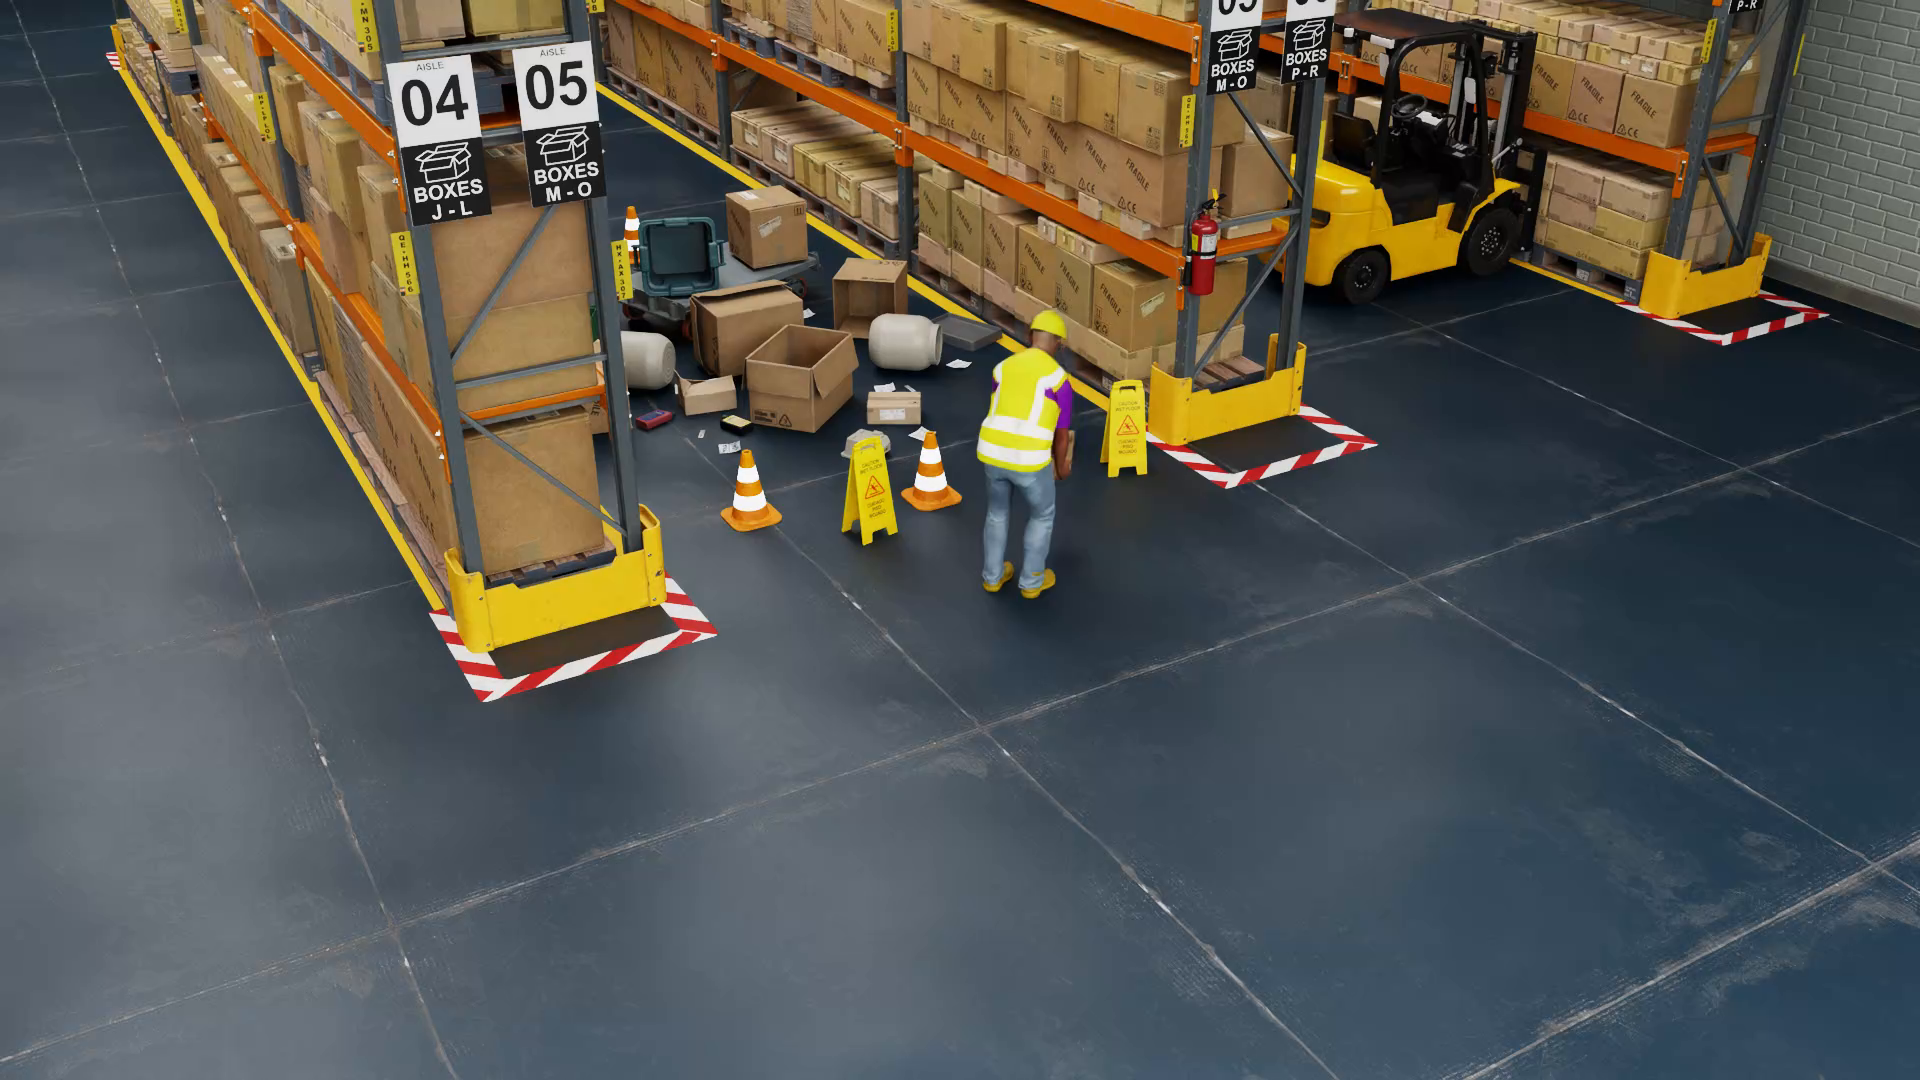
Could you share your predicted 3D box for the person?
[{"bbox_3d":[0.392,-0.492,9.594,0.480,1.608,0.749,15,32,25],"label":"person"}]
